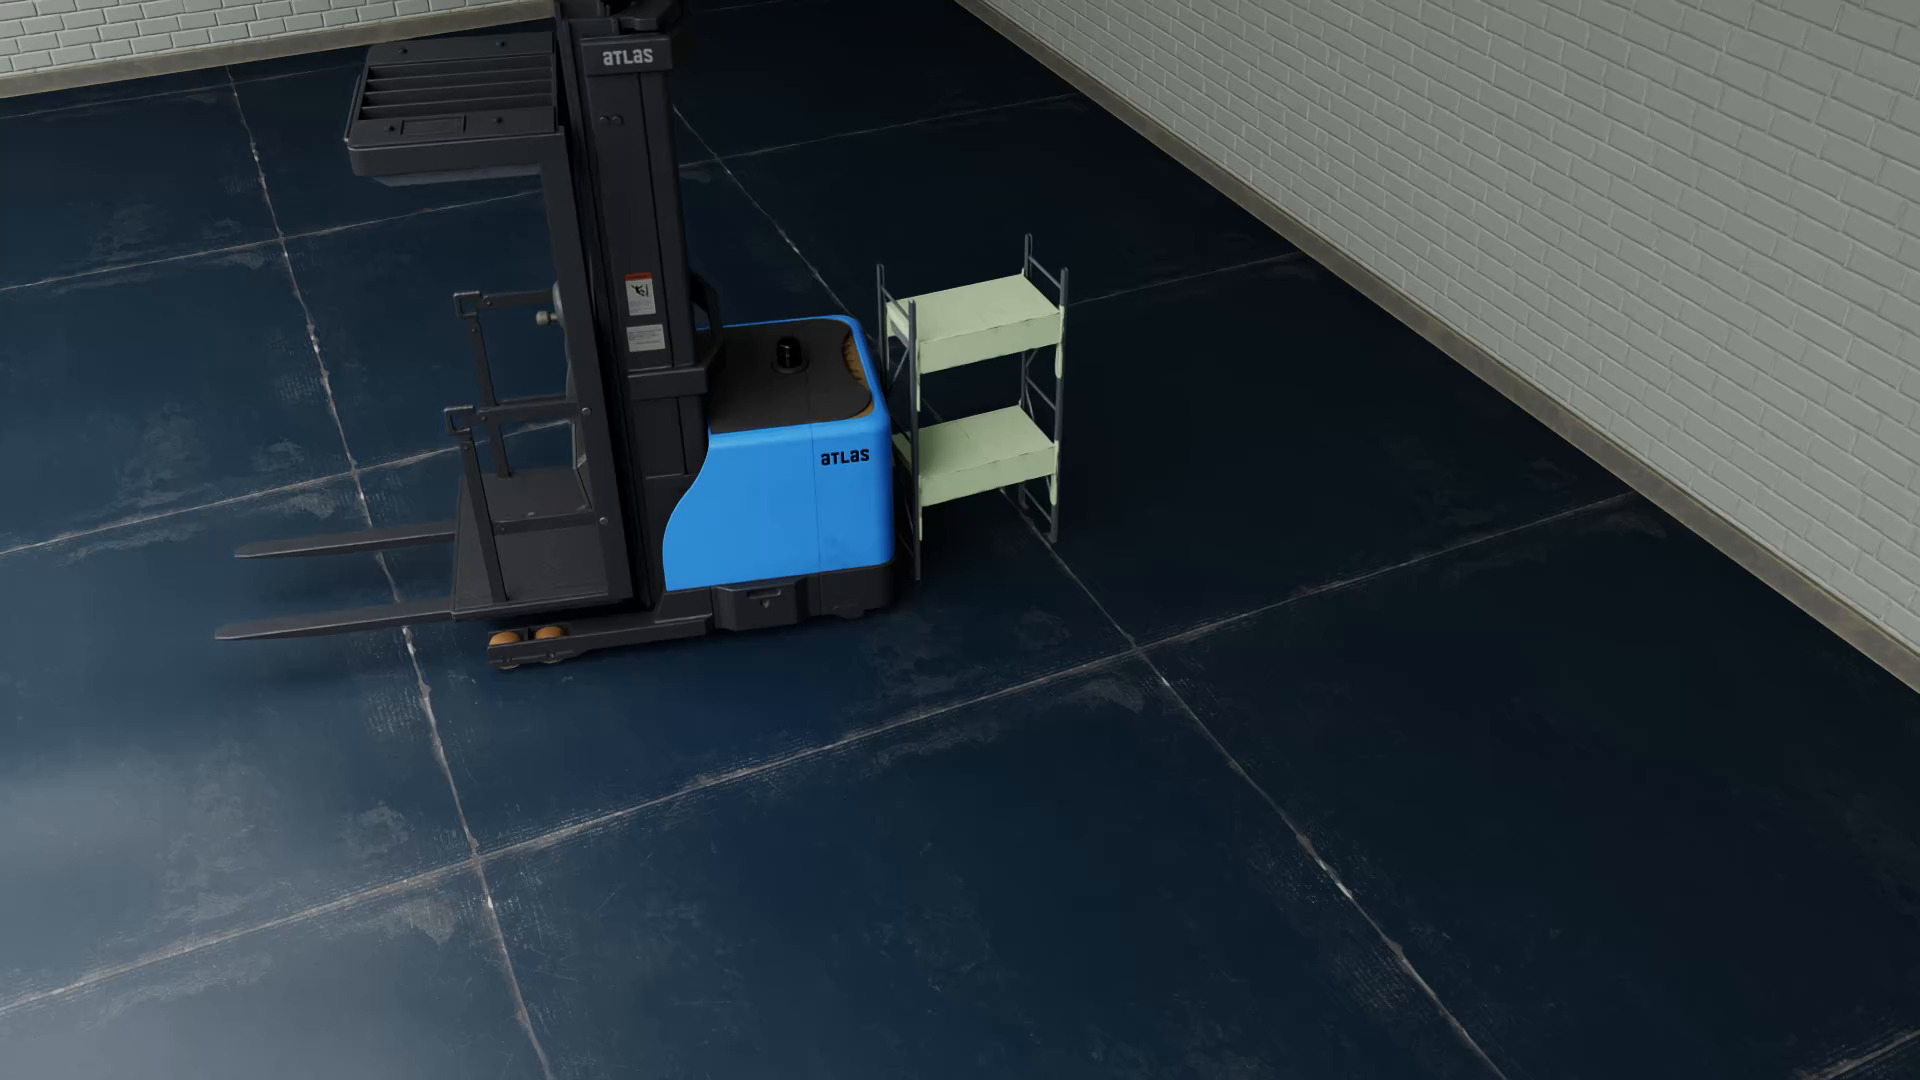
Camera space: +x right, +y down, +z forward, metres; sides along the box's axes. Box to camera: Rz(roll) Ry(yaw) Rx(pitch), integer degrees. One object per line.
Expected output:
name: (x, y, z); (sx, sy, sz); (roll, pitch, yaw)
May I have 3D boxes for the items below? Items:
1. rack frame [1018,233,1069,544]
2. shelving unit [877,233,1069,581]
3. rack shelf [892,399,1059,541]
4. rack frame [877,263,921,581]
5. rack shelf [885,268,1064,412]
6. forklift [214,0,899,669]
rack frame: (0.389, -0.694, 7.927); (0.023, 1.500, 0.400); (-15, 39, -19)
shelving unit: (0.055, -0.606, 7.807); (0.755, 1.500, 0.431); (-15, 39, -19)
rack shelf: (0.055, -0.344, 8.002); (0.720, 0.370, 0.431); (-15, 39, -19)
rack frame: (-0.279, -0.517, 7.688); (0.023, 1.500, 0.400); (-15, 39, -19)
rack shelf: (0.055, -0.919, 7.575); (0.720, 0.370, 0.431); (-15, 39, -19)
forklift: (-1.856, -0.943, 7.061); (3.031, 2.935, 1.130); (-7, 37, -9)
